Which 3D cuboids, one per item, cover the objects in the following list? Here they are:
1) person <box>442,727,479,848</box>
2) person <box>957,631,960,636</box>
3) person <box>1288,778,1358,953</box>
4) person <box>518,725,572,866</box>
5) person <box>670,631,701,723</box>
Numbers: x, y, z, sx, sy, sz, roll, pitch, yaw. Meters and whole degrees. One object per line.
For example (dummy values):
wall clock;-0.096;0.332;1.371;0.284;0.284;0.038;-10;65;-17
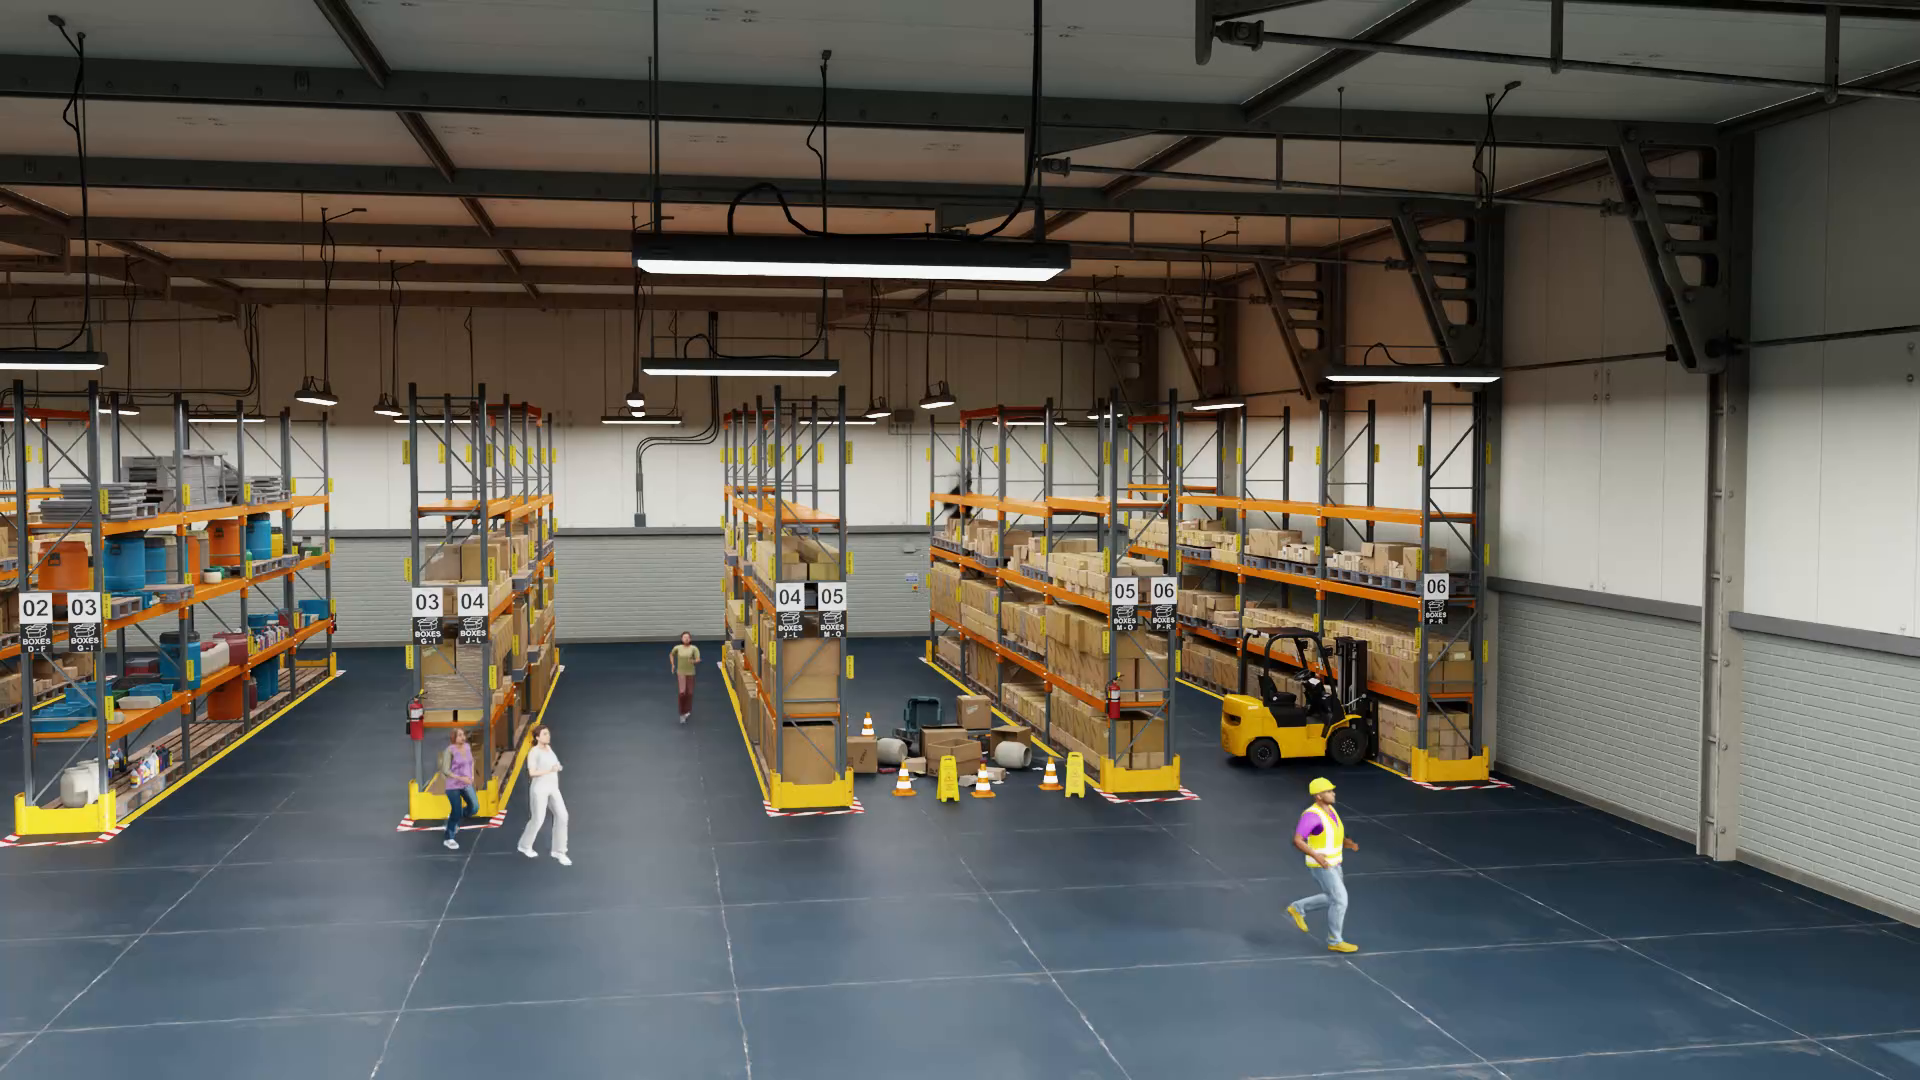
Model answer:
person;-6.347;3.155;21.204;0.609;1.560;0.573;2;4;36
person;0.036;1.820;41.719;0.693;1.607;0.563;2;3;28
person;3.674;3.280;16.894;0.795;1.732;0.711;2;3;34
person;-5.118;3.120;20.413;0.758;1.716;0.552;2;3;29
person;-5.171;2.578;31.379;0.543;1.720;0.723;-1;3;-17
